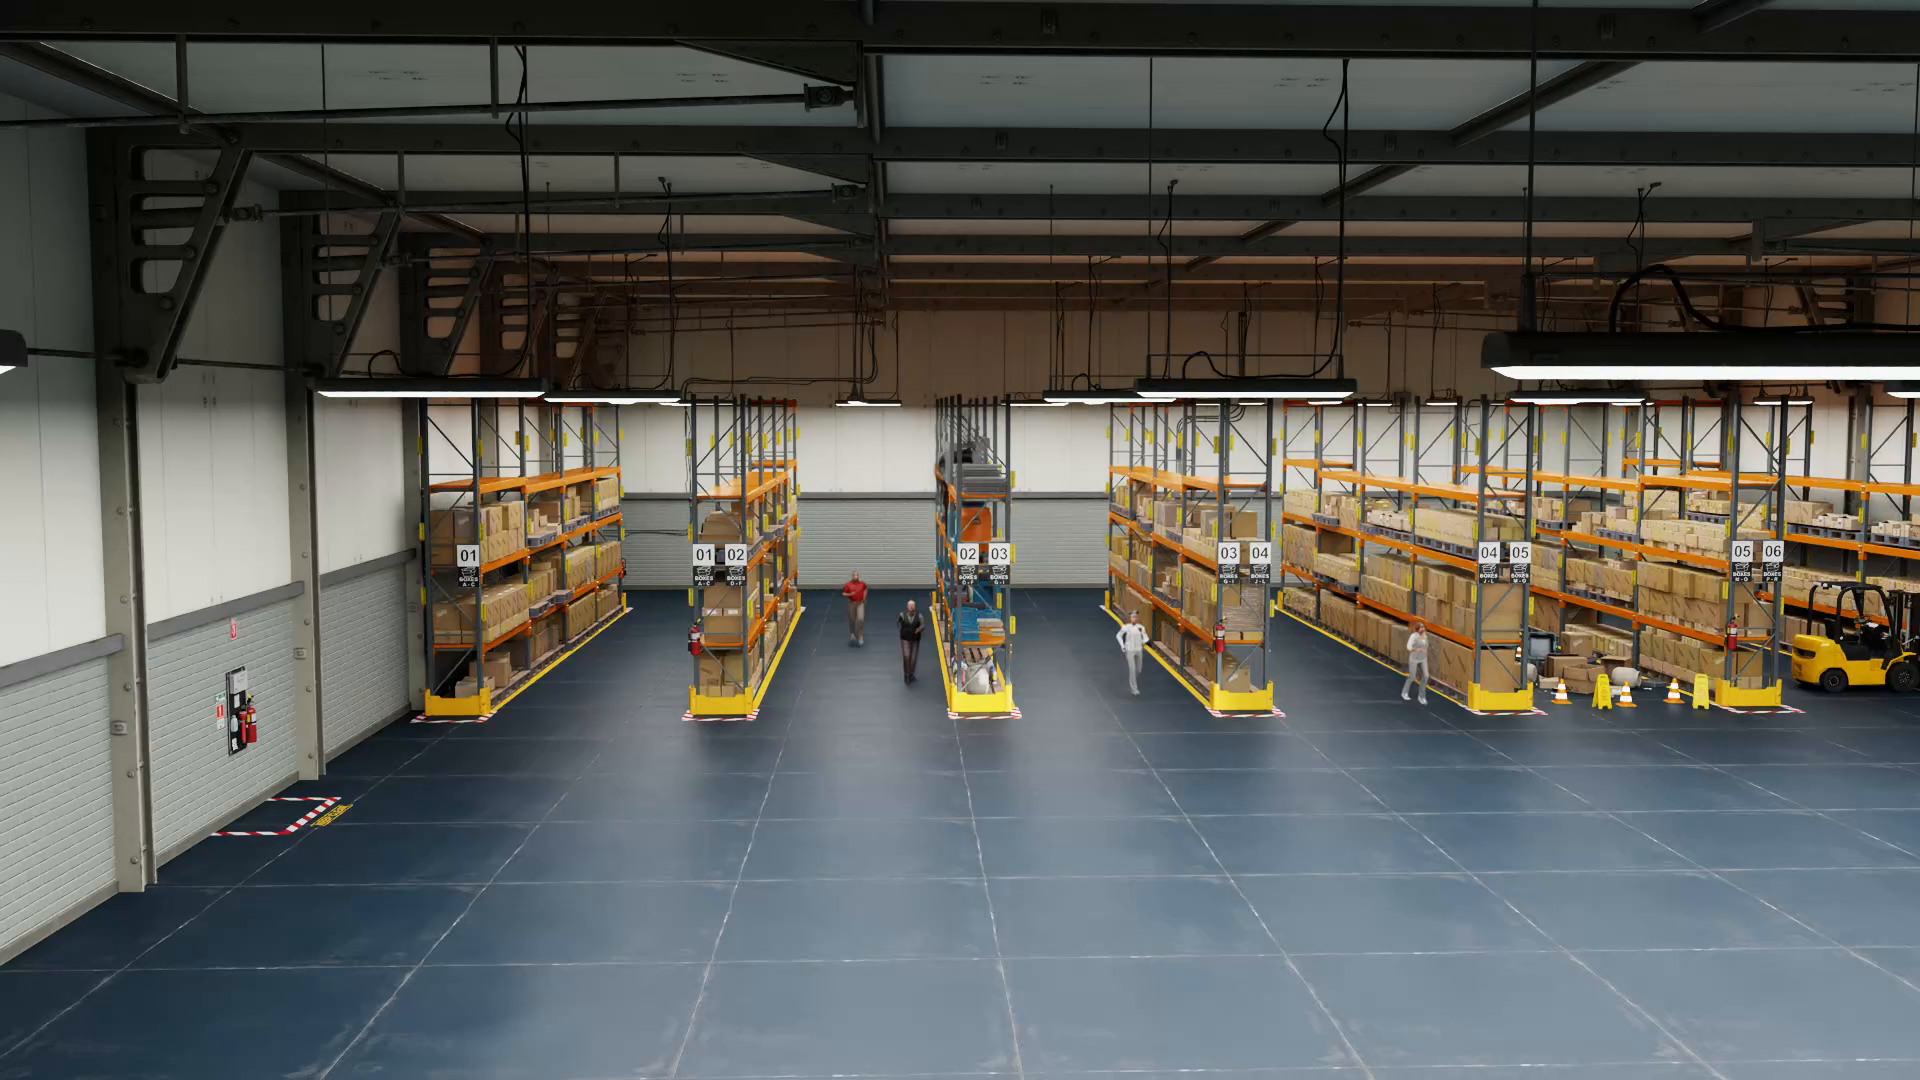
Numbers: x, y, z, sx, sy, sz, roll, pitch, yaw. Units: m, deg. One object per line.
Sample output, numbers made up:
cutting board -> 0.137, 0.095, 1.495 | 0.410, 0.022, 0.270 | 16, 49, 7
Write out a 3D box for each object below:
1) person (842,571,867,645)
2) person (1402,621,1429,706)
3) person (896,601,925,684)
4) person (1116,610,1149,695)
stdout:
person -> -2.560, 1.651, 40.715 | 0.648, 1.778, 0.849 | -1, 5, -10
person -> 8.868, 2.388, 32.298 | 0.532, 1.644, 0.707 | -2, 5, -19
person -> -1.026, 2.137, 34.888 | 0.574, 1.760, 0.847 | -1, 5, -10
person -> 3.492, 2.240, 33.525 | 0.624, 1.669, 0.875 | -1, 5, -11
